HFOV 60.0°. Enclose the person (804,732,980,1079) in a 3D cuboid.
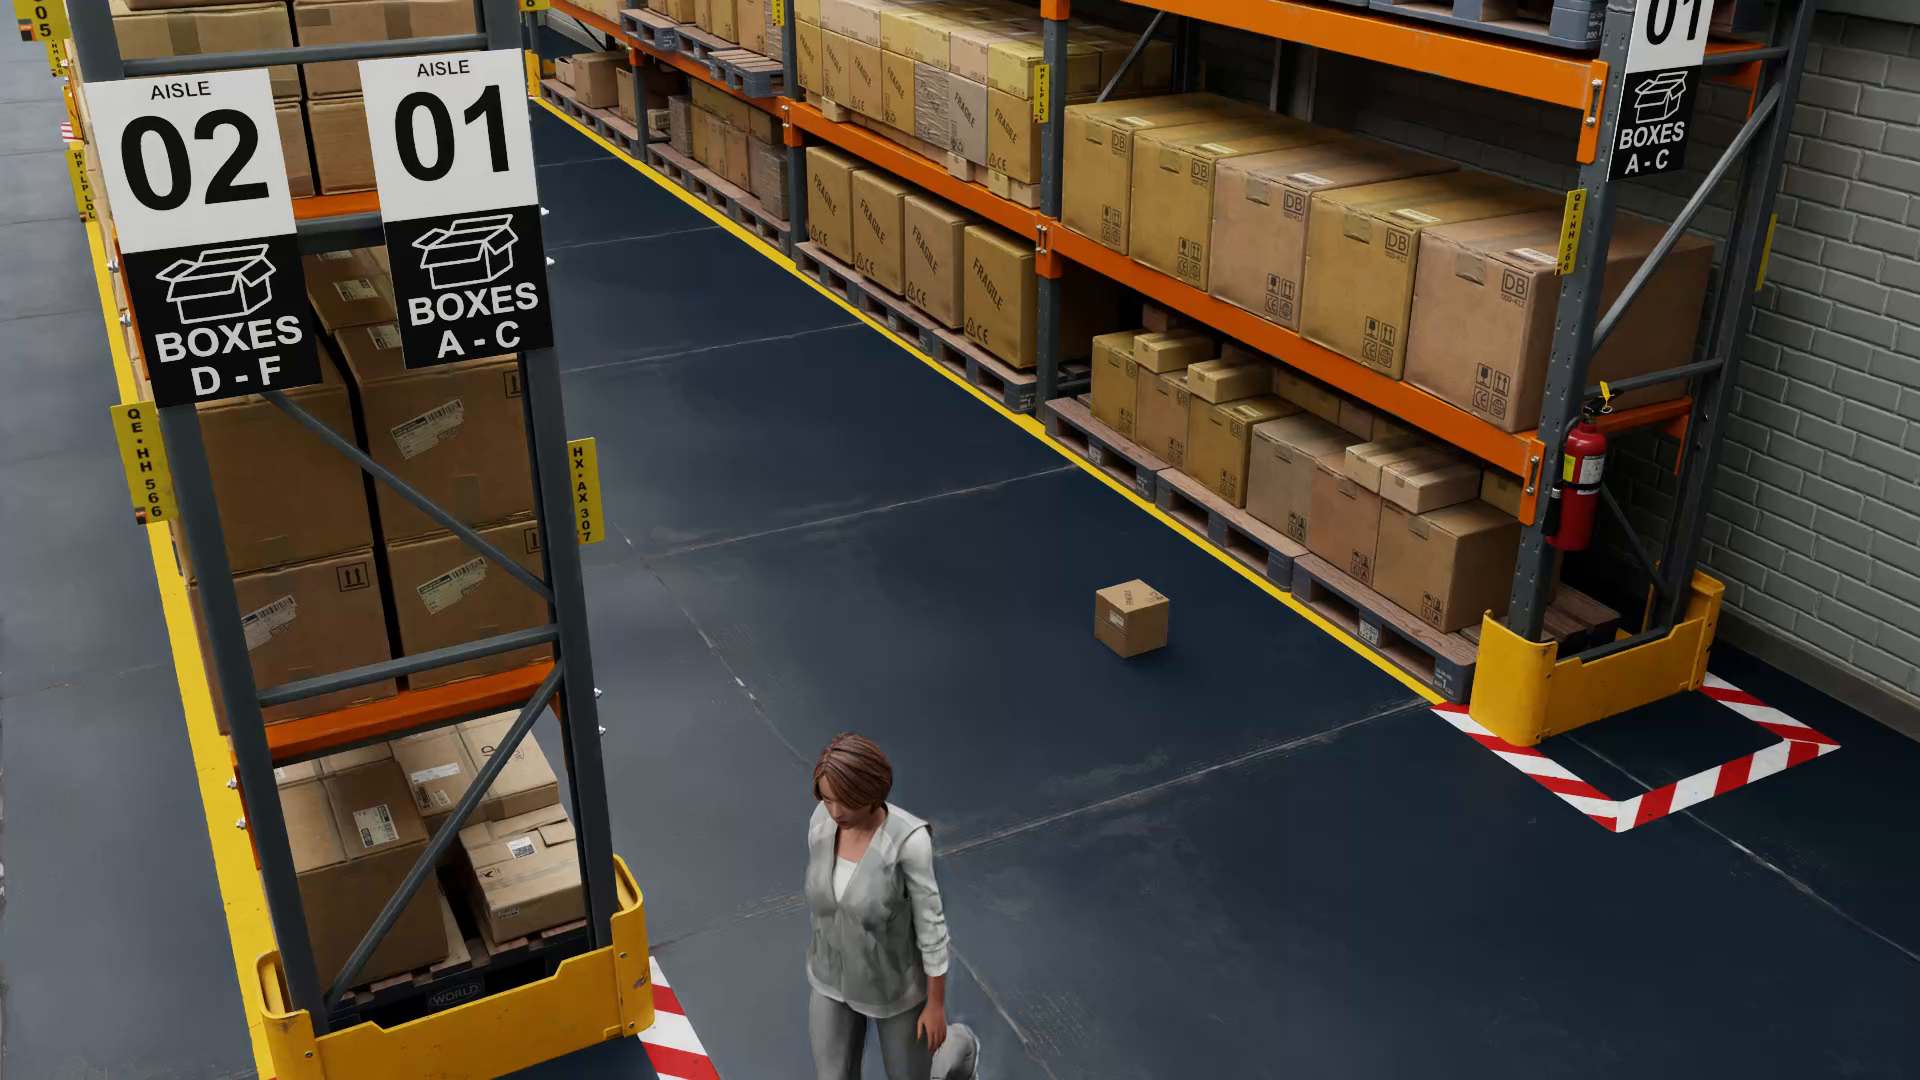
[{"bbox_3d":[-0.204,1.199,4.631,0.453,1.559,0.746,12,28,23],"label":"person"}]
